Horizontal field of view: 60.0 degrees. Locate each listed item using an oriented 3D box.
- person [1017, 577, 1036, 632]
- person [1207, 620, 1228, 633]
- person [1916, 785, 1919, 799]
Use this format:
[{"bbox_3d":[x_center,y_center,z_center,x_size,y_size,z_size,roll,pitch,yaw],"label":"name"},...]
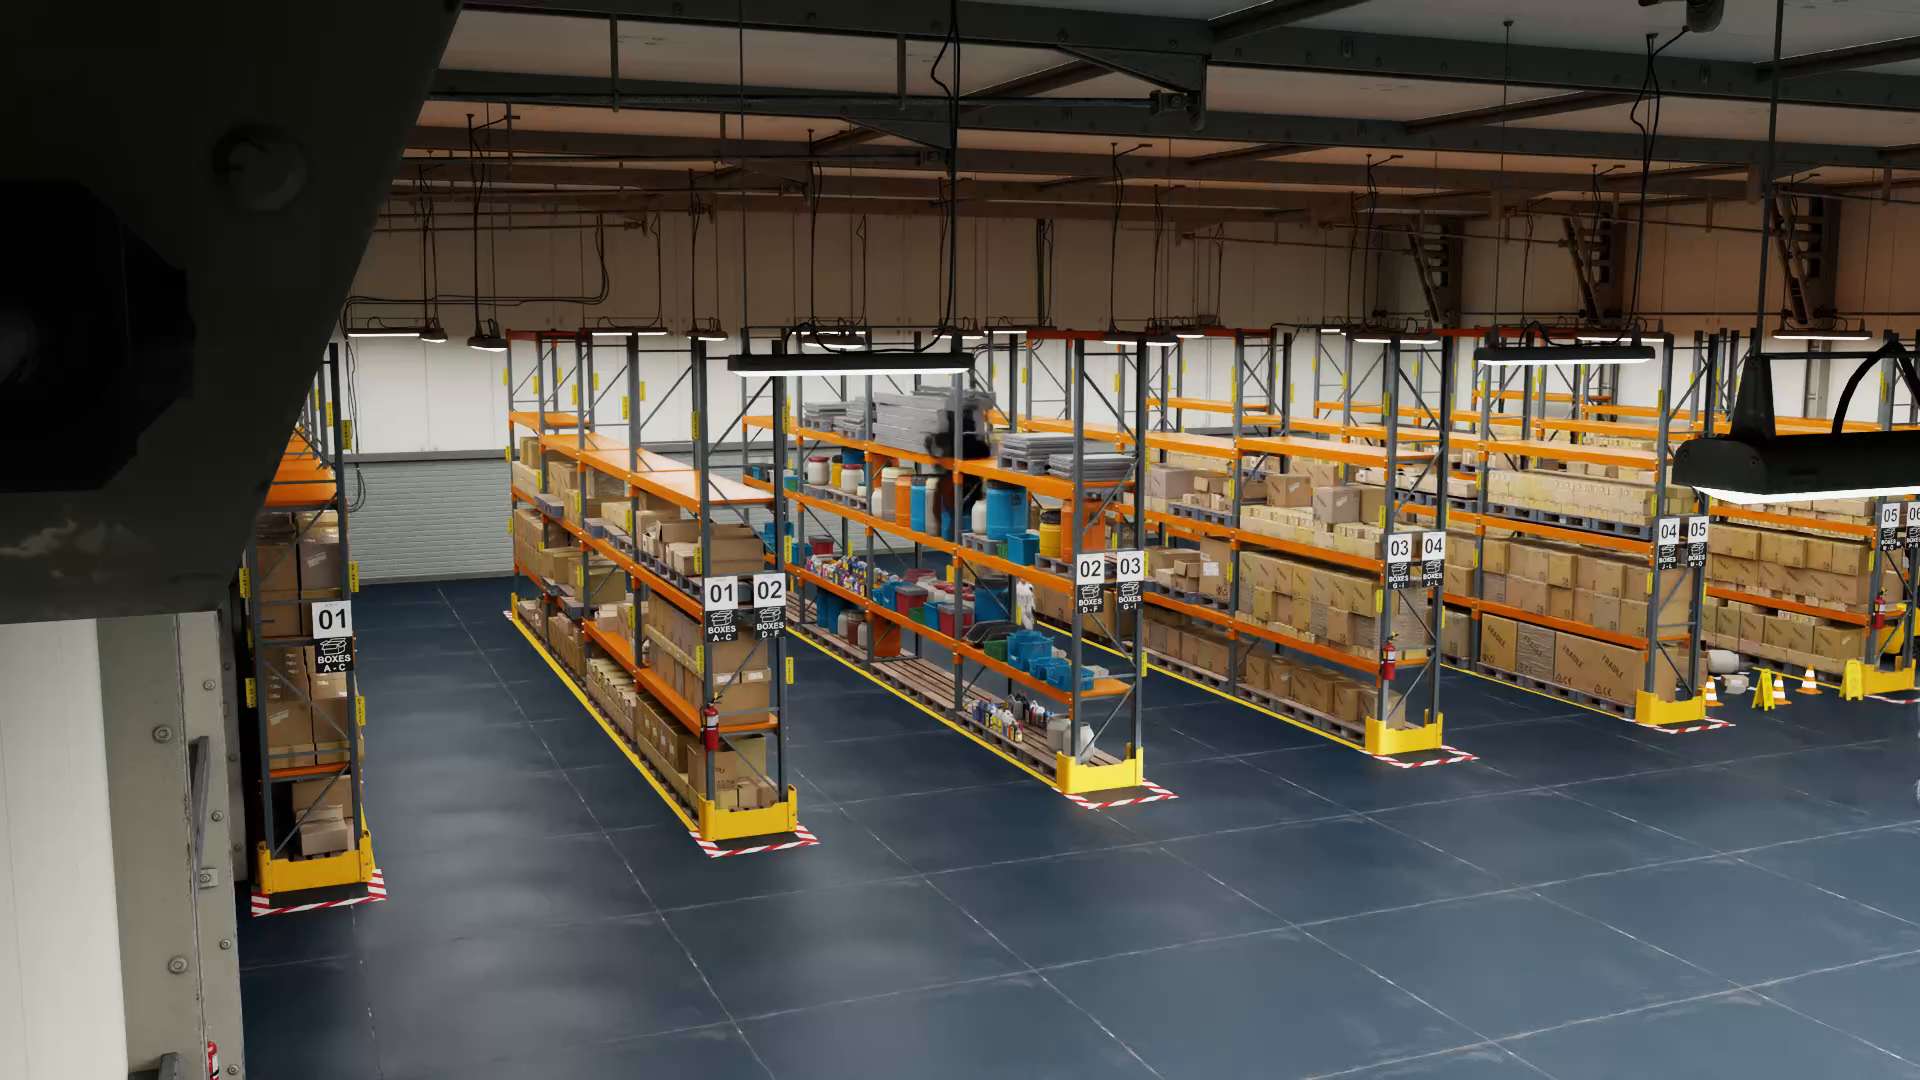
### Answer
[{"bbox_3d":[1.164,1.286,30.502,0.615,1.559,0.720,-4,9,-29],"label":"person"},{"bbox_3d":[5.144,1.096,32.263,0.661,1.744,0.733,-5,9,-33],"label":"person"},{"bbox_3d":[12.749,2.583,21.355,0.755,1.829,0.660,2,8,16],"label":"person"}]
